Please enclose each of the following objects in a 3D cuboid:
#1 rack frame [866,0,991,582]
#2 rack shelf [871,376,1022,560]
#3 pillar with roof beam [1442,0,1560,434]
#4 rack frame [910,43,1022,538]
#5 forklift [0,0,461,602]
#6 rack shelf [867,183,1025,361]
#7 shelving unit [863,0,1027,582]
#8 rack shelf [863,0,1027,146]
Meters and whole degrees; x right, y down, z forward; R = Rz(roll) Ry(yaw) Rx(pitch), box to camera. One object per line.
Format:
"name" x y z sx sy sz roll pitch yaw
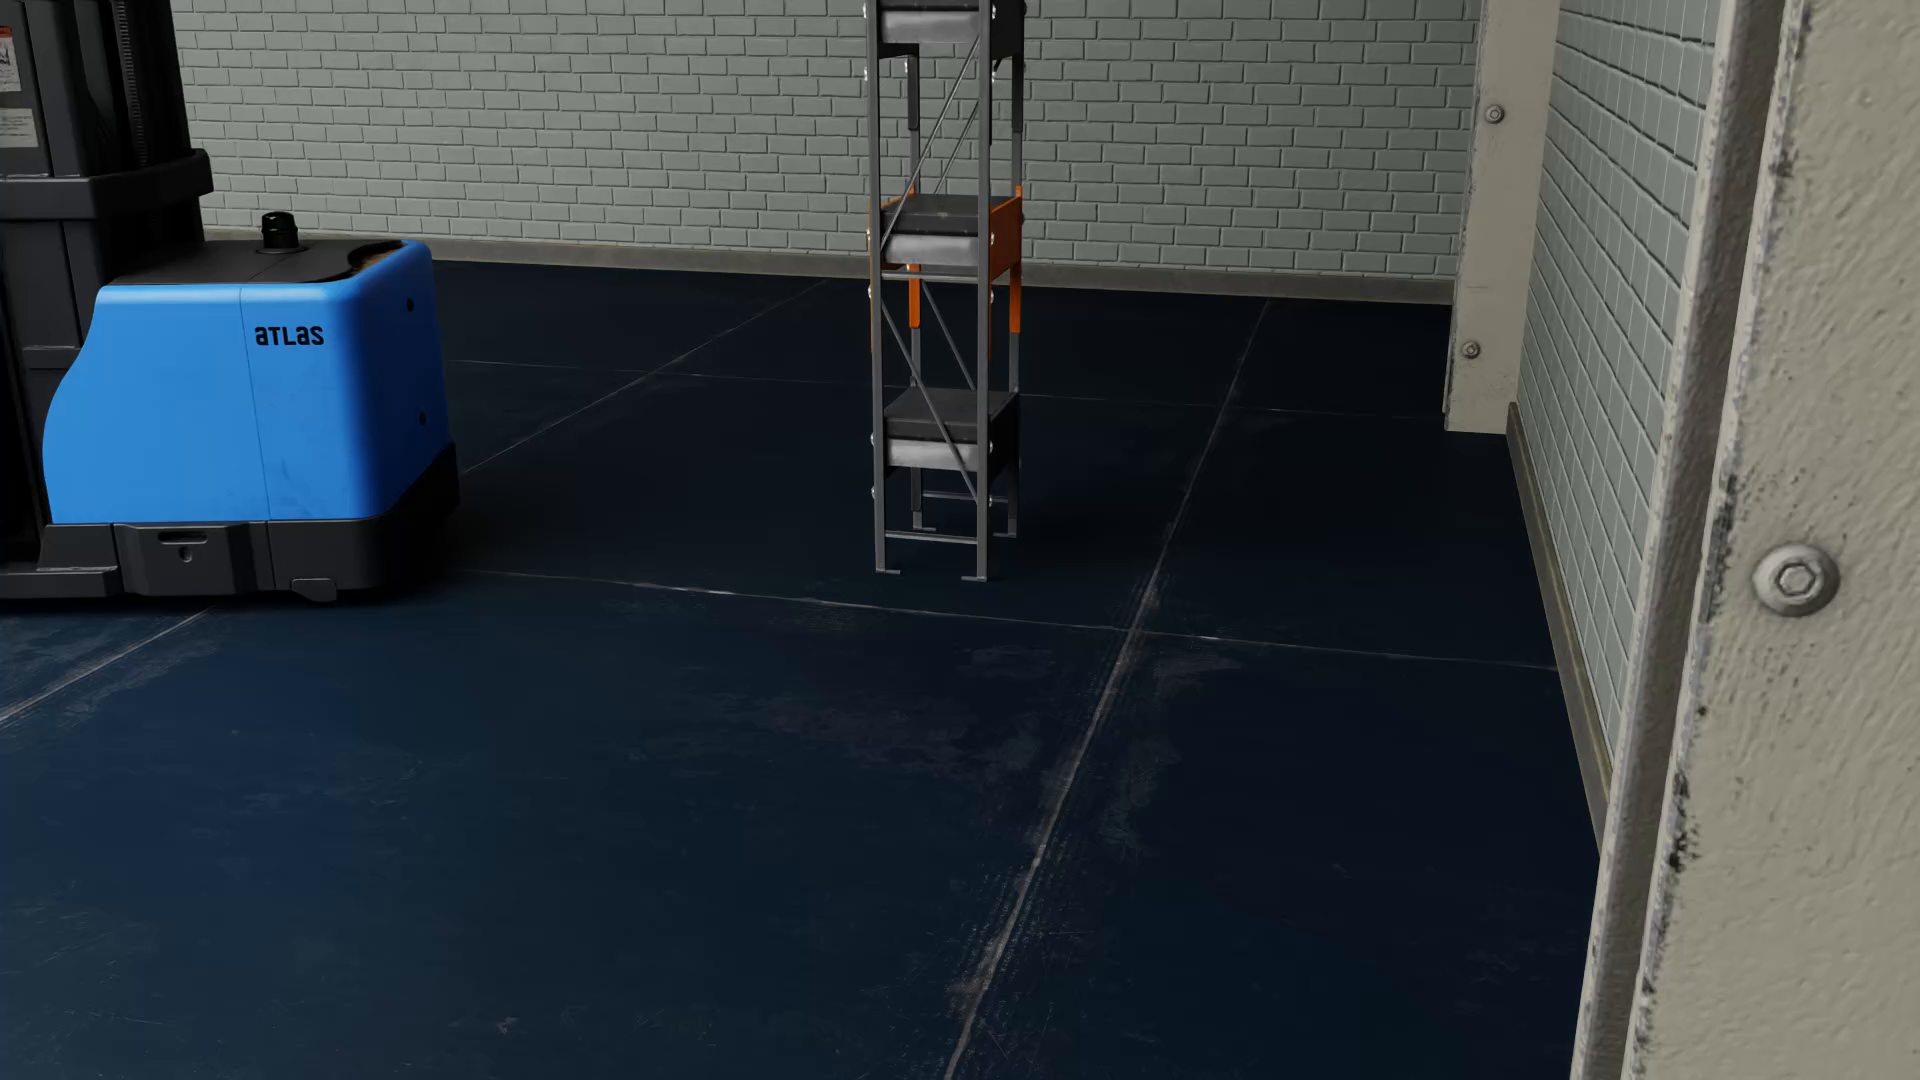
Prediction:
"rack frame" -0.100 -0.865 5.472 0.400 2.100 0.015 5 19 13
"rack shelf" -0.040 -0.266 5.927 0.431 0.518 0.480 5 19 13
"pillar with roof beam" -1.743 -5.154 7.355 9.100 9.000 0.400 5 19 13
"rack frame" 0.019 -1.018 5.920 0.400 2.100 0.015 5 19 13
"forklift" -3.412 -1.303 5.467 3.031 2.935 1.130 -1 19 -3
"rack shelf" -0.040 -0.929 5.701 0.431 0.518 0.480 5 19 13
"shelving unit" -0.040 -0.942 5.696 0.431 2.100 0.503 5 19 13
"rack shelf" -0.040 -1.591 5.474 0.431 0.518 0.480 5 19 13
